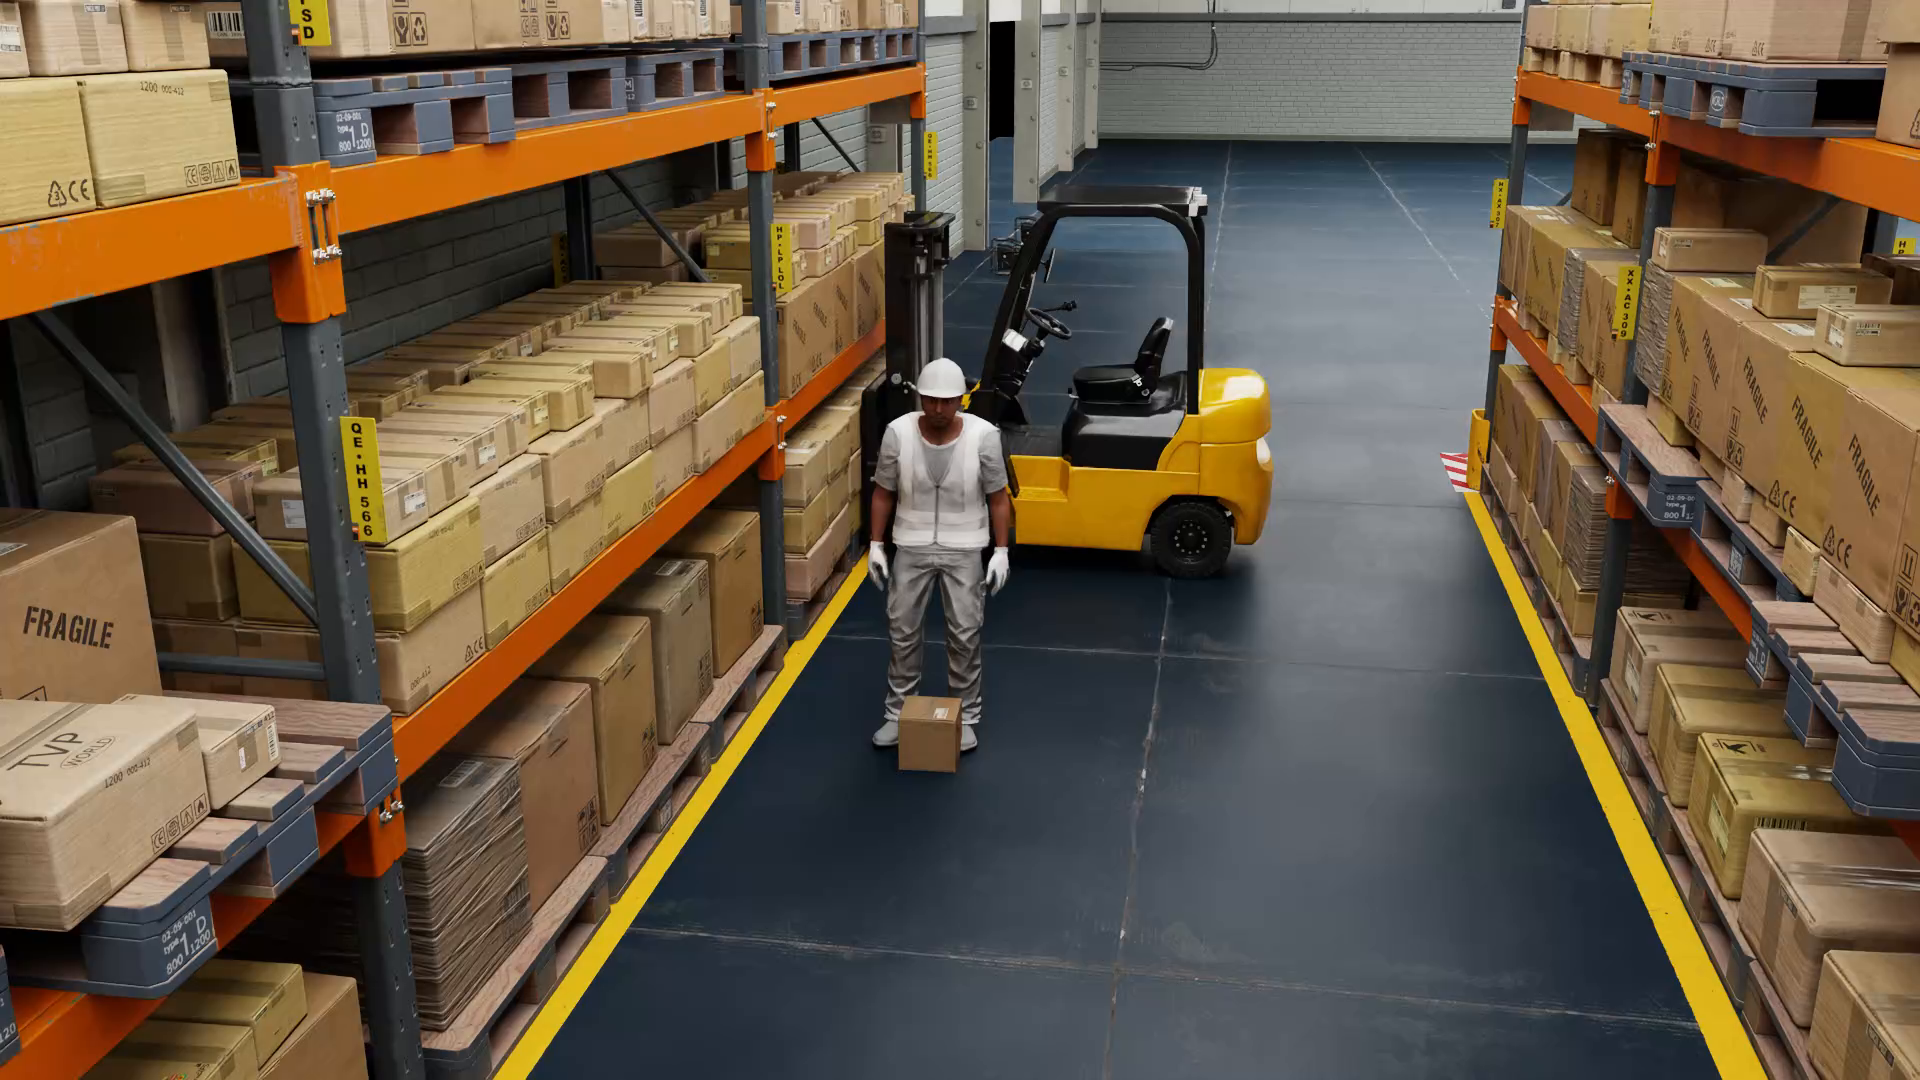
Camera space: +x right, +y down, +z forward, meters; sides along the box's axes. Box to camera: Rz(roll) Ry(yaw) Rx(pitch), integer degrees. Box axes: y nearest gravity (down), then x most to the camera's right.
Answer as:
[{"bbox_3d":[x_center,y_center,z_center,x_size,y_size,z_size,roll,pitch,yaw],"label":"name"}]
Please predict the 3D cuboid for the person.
[{"bbox_3d":[-0.092,0.063,7.335,0.632,1.776,0.444,2,18,6],"label":"person"}]
